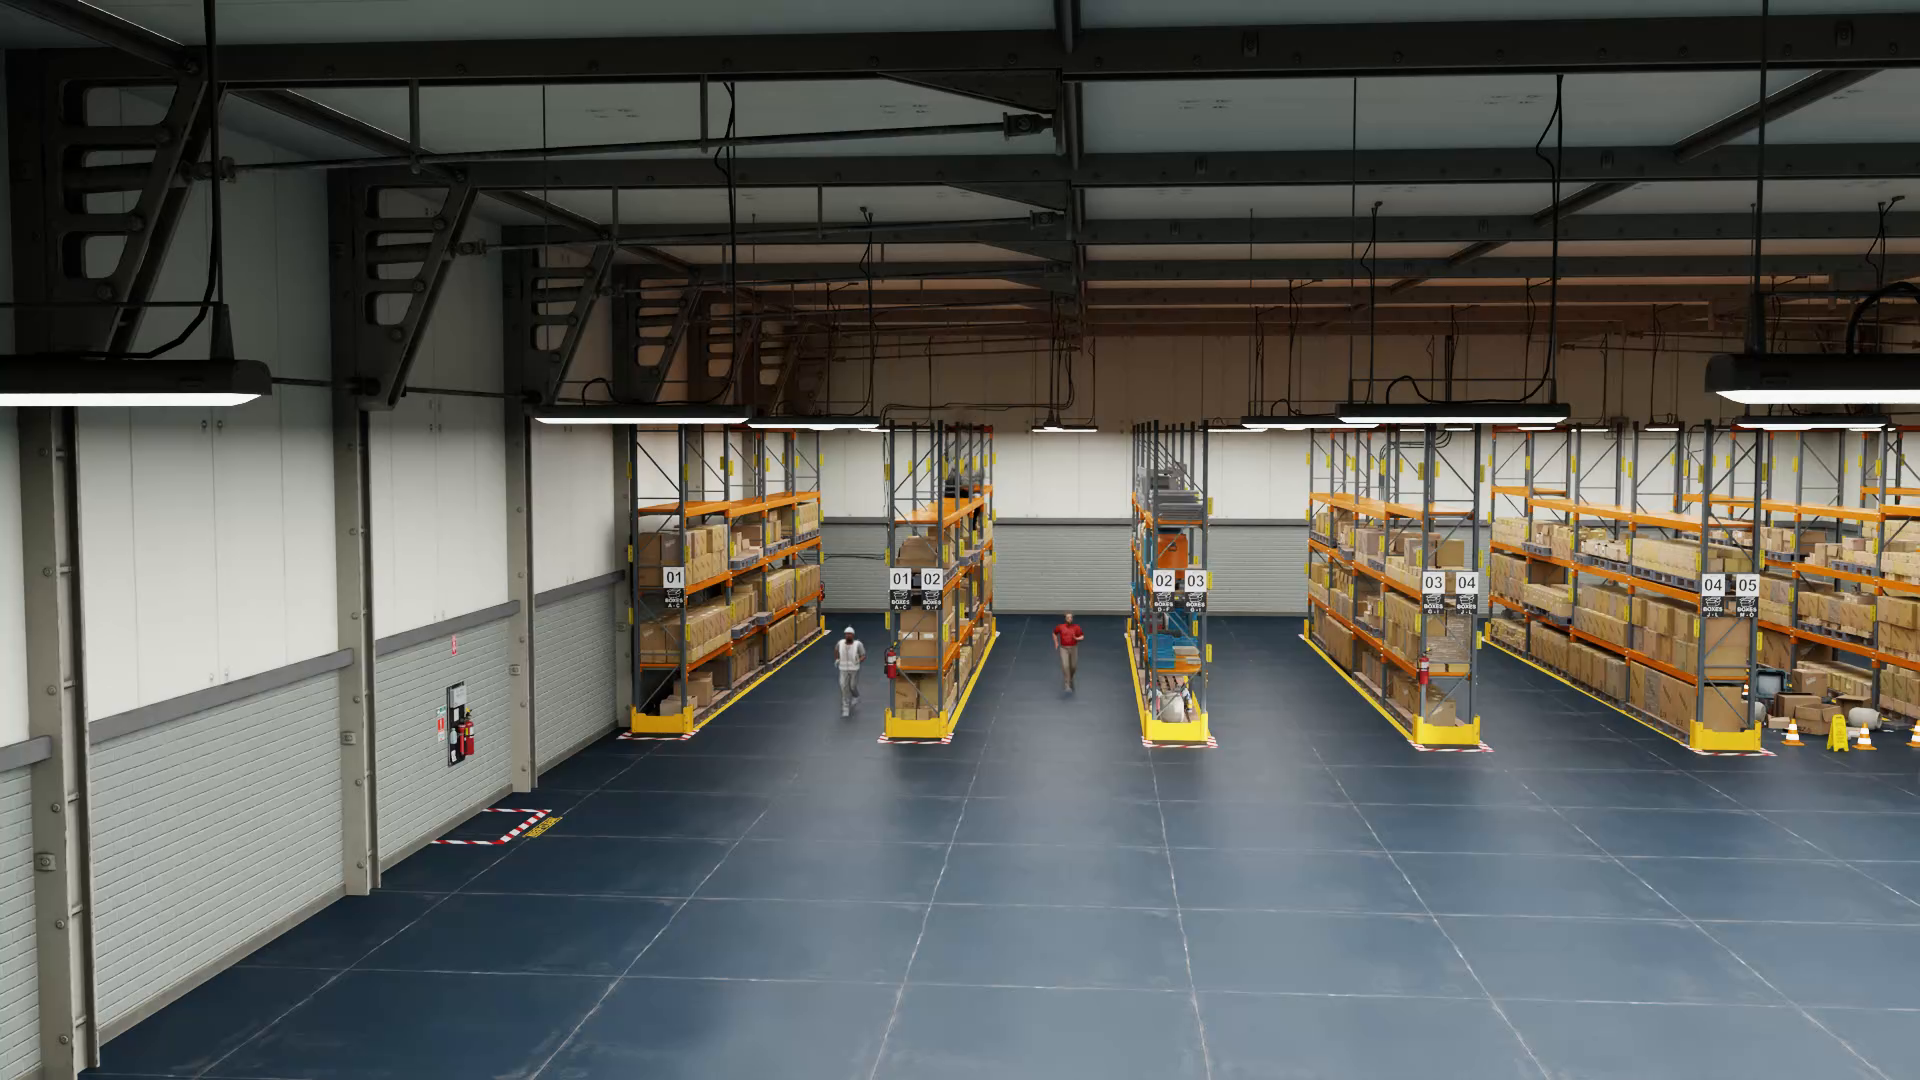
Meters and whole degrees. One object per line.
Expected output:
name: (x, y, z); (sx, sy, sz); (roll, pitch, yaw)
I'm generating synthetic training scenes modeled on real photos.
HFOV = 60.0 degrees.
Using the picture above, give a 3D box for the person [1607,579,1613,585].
person: (18.572, 1.852, 47.395); (0.811, 1.761, 0.668); (0, 4, 2)

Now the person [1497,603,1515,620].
person: (15.567, 1.927, 47.191); (0.579, 1.610, 0.618); (0, 4, -2)

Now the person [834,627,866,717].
person: (-2.269, 2.677, 34.109); (0.683, 1.785, 0.962); (0, 4, 6)

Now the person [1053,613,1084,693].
person: (2.433, 2.488, 37.161); (0.662, 1.716, 0.989); (-1, 4, -8)
